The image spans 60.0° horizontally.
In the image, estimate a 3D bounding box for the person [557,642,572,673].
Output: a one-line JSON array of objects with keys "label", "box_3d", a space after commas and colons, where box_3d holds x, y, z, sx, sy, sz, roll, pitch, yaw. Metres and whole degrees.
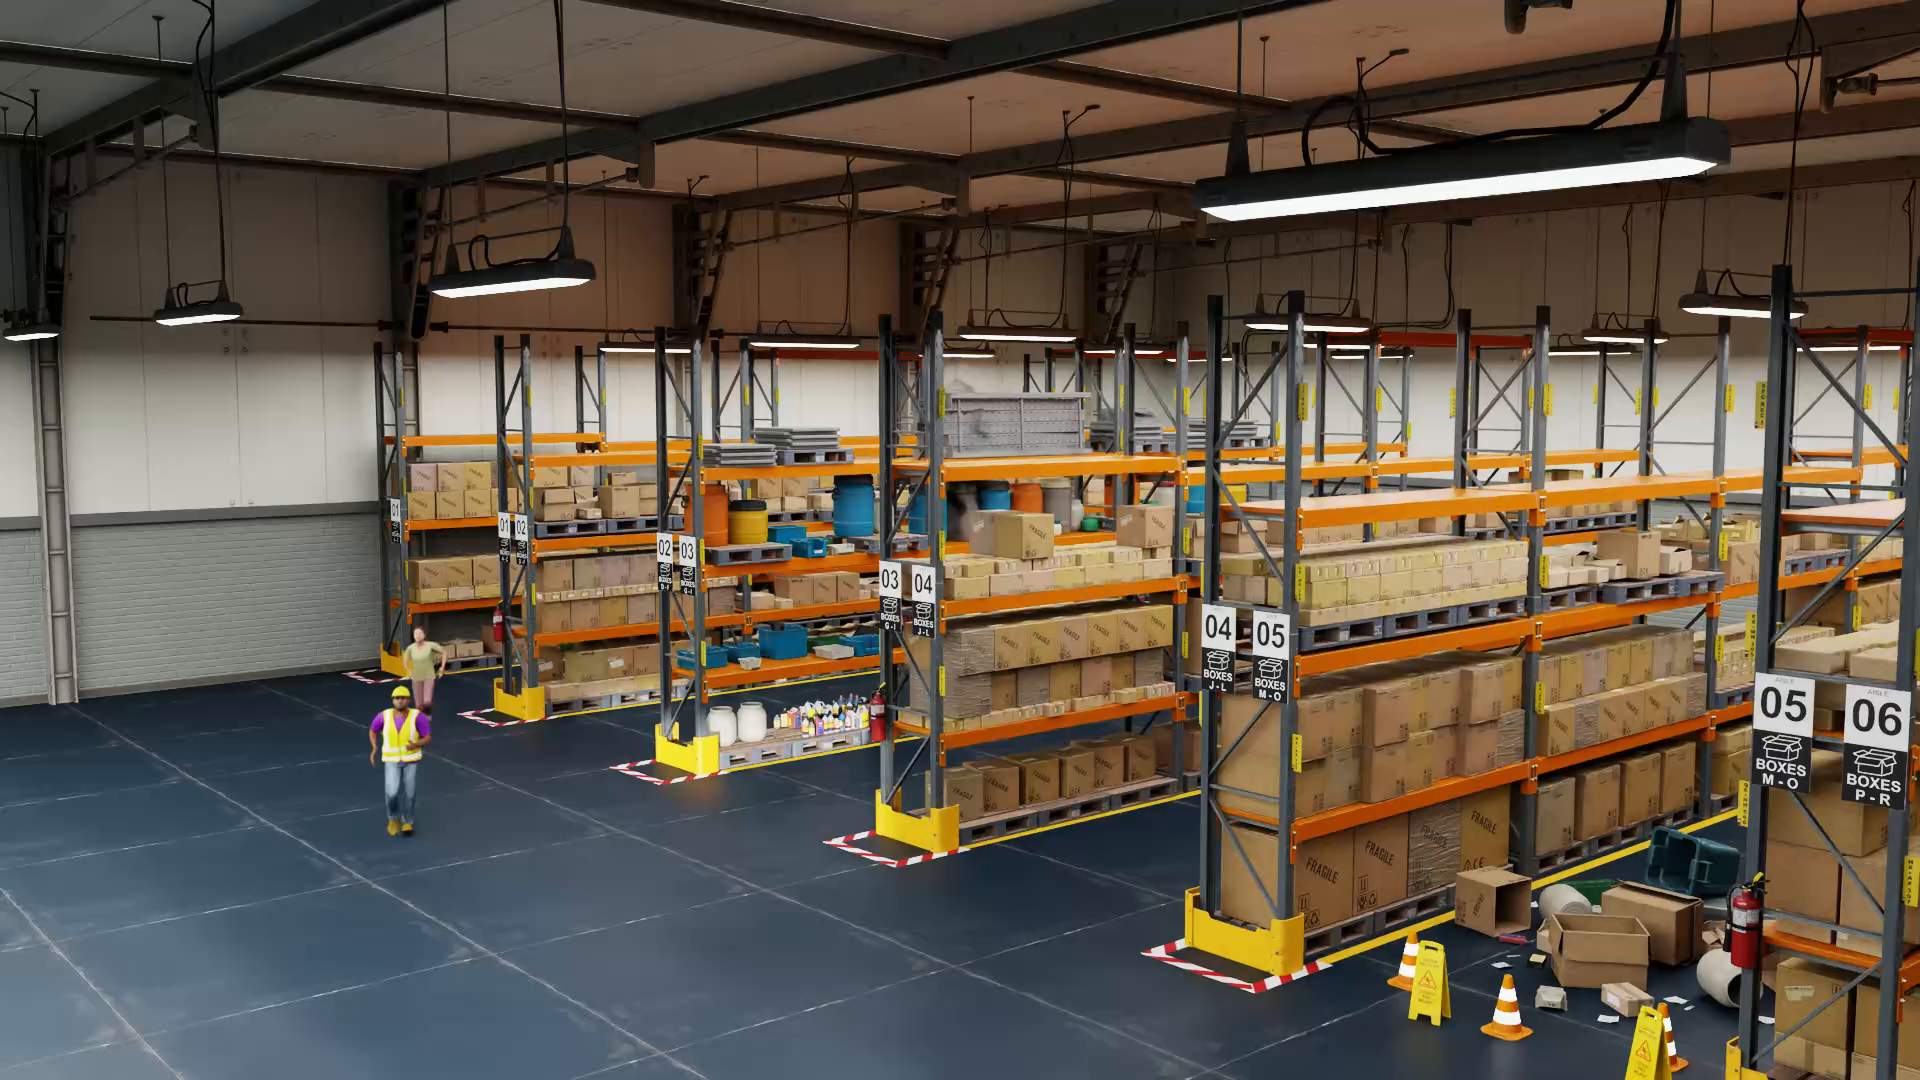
[{"label": "person", "box_3d": [-6.779, 1.652, 28.563, 0.656, 1.786, 0.964, 5, 7, 42]}]

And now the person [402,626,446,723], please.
[{"label": "person", "box_3d": [-8.024, 2.063, 24.881, 0.609, 1.565, 0.632, -1, 5, -6]}]

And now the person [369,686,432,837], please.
[{"label": "person", "box_3d": [-6.422, 2.548, 19.103, 0.685, 1.740, 0.665, -2, 5, -17]}]

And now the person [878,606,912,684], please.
[{"label": "person", "box_3d": [-1.091, 1.538, 27.703, 0.558, 1.786, 0.656, 5, 7, 42]}]
